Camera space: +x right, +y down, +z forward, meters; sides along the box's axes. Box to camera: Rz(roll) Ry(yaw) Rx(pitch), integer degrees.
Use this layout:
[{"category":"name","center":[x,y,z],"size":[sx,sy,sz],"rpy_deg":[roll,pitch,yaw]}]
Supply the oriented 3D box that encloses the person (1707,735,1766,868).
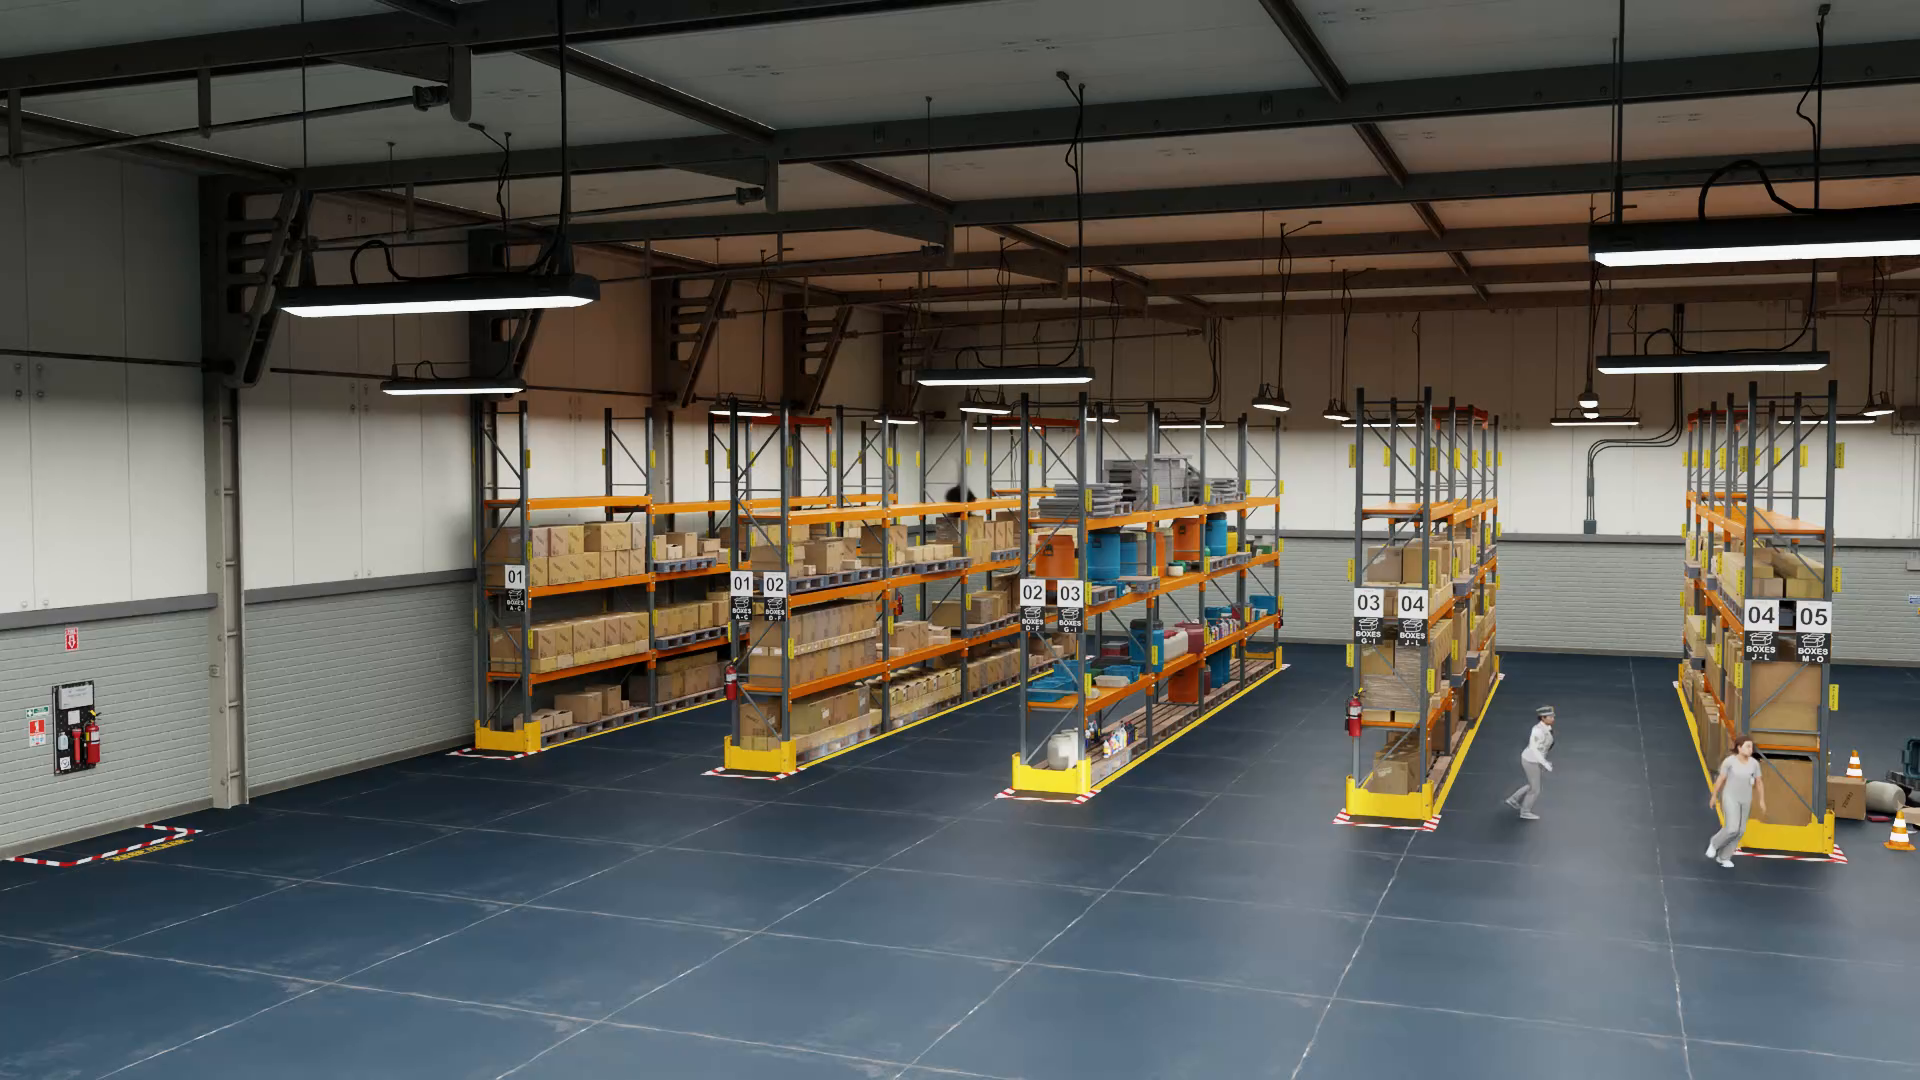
[{"category":"person","center":[9.480,3.195,20.324],"size":[0.566,1.647,0.544],"rpy_deg":[0,3,-7]}]

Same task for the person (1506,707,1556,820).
[{"category":"person","center":[7.913,3.074,23.069],"size":[0.702,1.605,0.574],"rpy_deg":[2,3,37]}]
